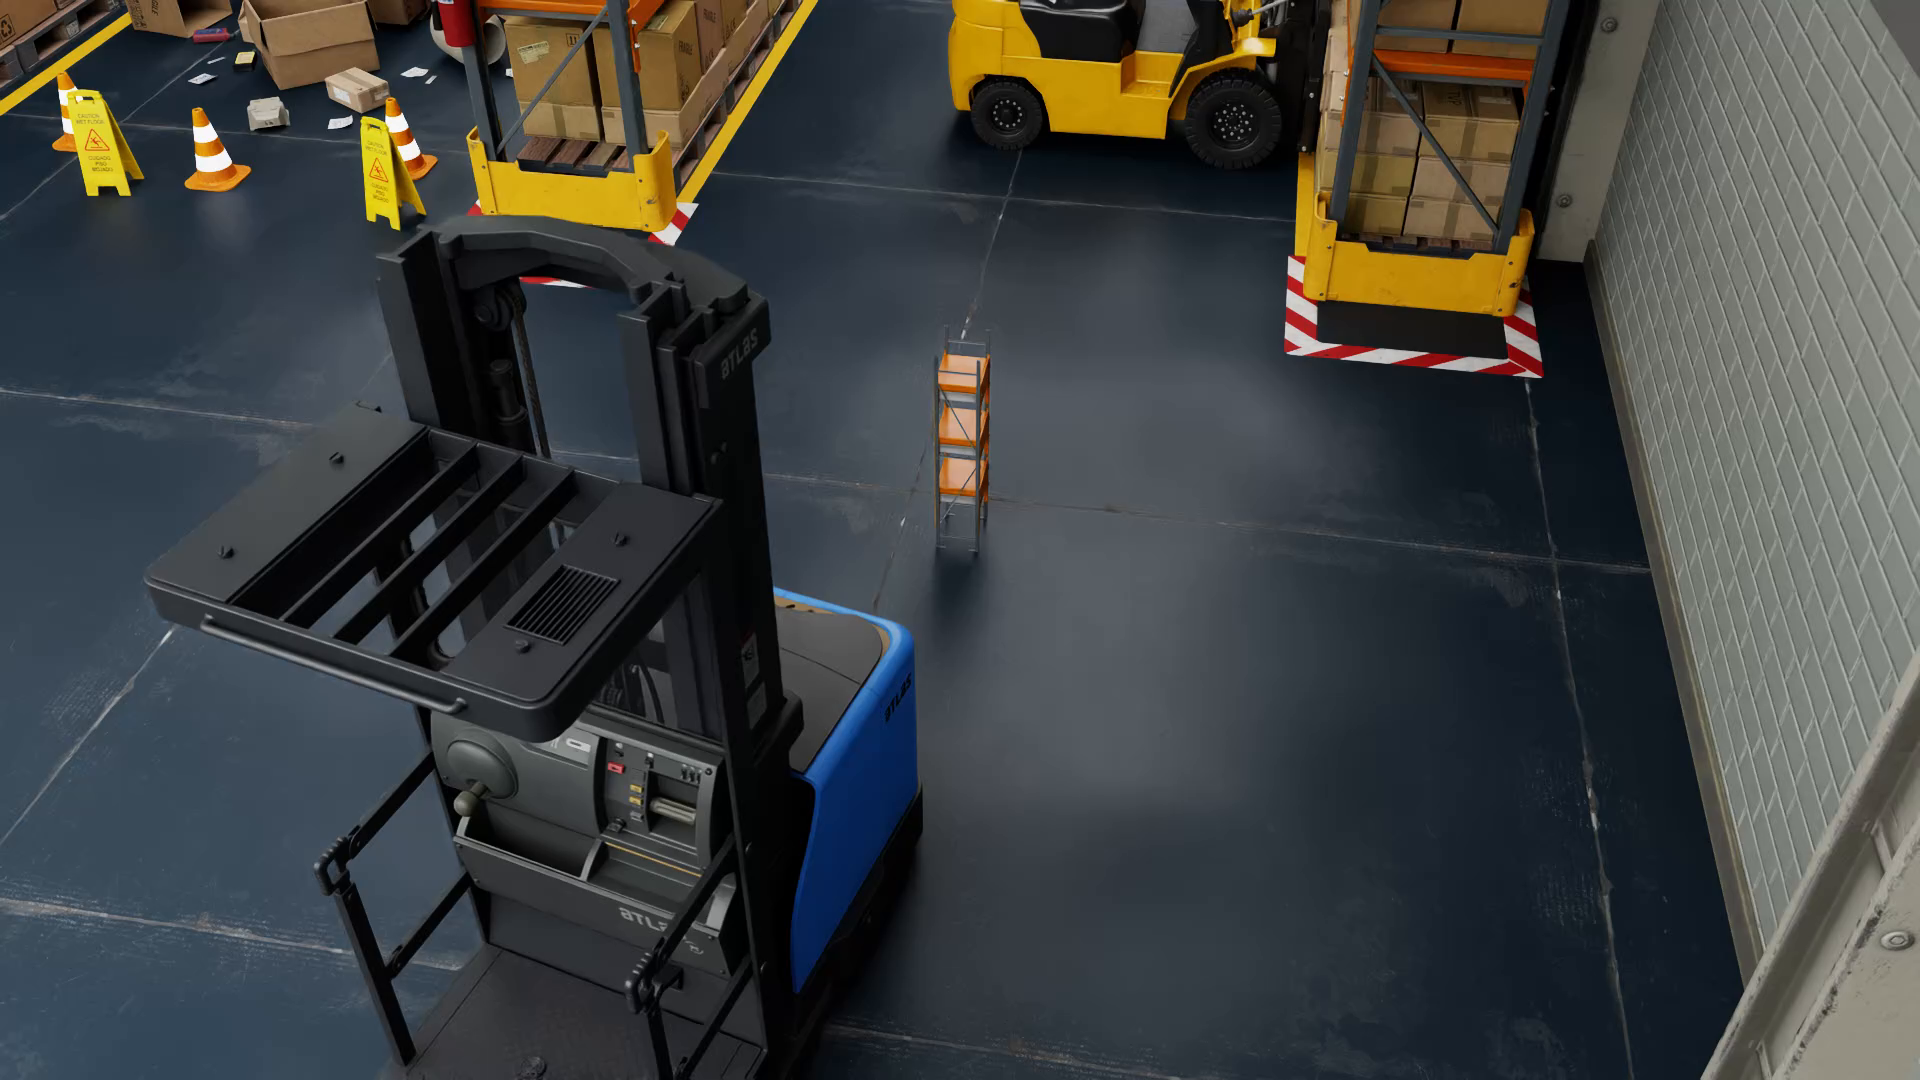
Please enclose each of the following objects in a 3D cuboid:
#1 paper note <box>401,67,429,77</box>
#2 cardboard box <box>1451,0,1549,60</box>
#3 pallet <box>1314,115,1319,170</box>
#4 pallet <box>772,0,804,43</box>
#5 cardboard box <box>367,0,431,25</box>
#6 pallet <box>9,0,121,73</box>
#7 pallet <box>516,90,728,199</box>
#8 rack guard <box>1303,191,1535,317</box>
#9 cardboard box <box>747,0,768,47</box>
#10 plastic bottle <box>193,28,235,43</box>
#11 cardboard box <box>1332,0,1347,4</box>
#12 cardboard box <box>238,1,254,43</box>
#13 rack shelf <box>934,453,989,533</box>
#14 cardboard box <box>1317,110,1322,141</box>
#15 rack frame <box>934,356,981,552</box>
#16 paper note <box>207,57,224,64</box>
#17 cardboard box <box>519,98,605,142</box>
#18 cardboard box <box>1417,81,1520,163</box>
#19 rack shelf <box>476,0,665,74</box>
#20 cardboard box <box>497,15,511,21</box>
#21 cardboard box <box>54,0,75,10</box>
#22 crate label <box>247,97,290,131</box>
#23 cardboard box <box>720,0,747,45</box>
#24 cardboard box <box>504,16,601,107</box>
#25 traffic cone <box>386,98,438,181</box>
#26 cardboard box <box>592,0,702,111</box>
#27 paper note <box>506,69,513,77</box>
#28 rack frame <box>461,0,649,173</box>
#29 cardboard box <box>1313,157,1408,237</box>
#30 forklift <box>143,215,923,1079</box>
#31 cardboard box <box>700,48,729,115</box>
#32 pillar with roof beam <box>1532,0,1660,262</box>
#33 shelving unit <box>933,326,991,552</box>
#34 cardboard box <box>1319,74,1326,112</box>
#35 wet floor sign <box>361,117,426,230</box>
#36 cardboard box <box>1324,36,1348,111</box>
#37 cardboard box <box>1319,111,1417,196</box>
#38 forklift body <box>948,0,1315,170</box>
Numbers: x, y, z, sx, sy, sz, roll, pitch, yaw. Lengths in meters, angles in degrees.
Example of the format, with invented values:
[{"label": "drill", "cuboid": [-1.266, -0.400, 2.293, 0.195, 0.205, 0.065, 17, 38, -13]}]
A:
[{"label": "paper note", "cuboid": [-3.843, -3.304, 11.731, 0.148, 0.019, 0.142, 20, 44, 23]}, {"label": "cardboard box", "cuboid": [2.907, -2.897, 8.821, 0.500, 0.500, 0.500, 8, 40, 9]}, {"label": "pallet", "cuboid": [2.853, -2.751, 10.912, 1.003, 0.211, 1.213, 6, 40, 8]}, {"label": "pallet", "cuboid": [-1.730, -4.133, 12.584, 1.003, 0.211, 1.213, 6, 40, 8]}, {"label": "cardboard box", "cuboid": [-4.377, -4.183, 12.307, 0.797, 0.637, 0.503, 6, 40, 8]}, {"label": "pallet", "cuboid": [-6.959, -3.805, 12.186, 1.003, 0.211, 1.213, 6, 40, 8]}, {"label": "pallet", "cuboid": [-2.153, -2.602, 10.732, 1.003, 0.211, 1.213, 6, 40, 8]}, {"label": "rack guard", "cuboid": [2.544, -1.600, 9.292, 1.175, 0.500, 0.348, 6, 40, 8]}, {"label": "cardboard box", "cuboid": [-1.661, -3.681, 11.676, 0.500, 0.250, 0.500, 7, 40, 8]}, {"label": "plastic bottle", "cuboid": [-5.452, -3.696, 12.173, 0.283, 0.061, 0.133, -6, 40, -8]}, {"label": "cardboard box", "cuboid": [2.576, -3.345, 10.485, 0.500, 0.250, 0.500, 6, 40, 7]}, {"label": "cardboard box", "cuboid": [-5.025, -3.780, 12.114, 0.396, 0.266, 0.258, 13, 41, 15]}, {"label": "rack shelf", "cuboid": [0.009, -0.216, 7.640, 0.215, 0.259, 0.240, 6, 40, 8]}, {"label": "cardboard box", "cuboid": [2.509, -2.634, 10.410, 0.500, 0.250, 0.500, 7, 40, 8]}, {"label": "rack frame", "cuboid": [-0.012, -0.362, 7.363, 0.200, 1.050, 0.008, 6, 40, 8]}, {"label": "paper note", "cuboid": [-5.320, -3.430, 11.891, 0.032, 0.001, 0.123, 28, 47, 30]}, {"label": "cardboard box", "cuboid": [-2.462, -2.777, 10.583, 0.500, 0.250, 0.500, 6, 40, 7]}, {"label": "cardboard box", "cuboid": [2.818, -2.346, 9.277, 0.500, 0.250, 0.500, 6, 40, 7]}, {"label": "rack shelf", "cuboid": [-1.995, -4.101, 10.921, 1.077, 0.370, 4.000, 6, 40, 8]}, {"label": "cardboard box", "cuboid": [-3.175, -4.149, 12.373, 0.500, 0.500, 0.500, -28, 47, -30]}, {"label": "cardboard box", "cuboid": [-6.872, -4.506, 12.183, 0.875, 0.875, 0.875, 7, 40, 8]}, {"label": "crate label", "cuboid": [-4.614, -2.841, 11.079, 0.250, 0.136, 0.298, -13, 41, -15]}, {"label": "cardboard box", "cuboid": [-1.745, -3.647, 11.047, 0.500, 0.500, 0.500, 7, 40, 9]}, {"label": "cardboard box", "cuboid": [-2.459, -3.046, 10.320, 0.500, 0.500, 0.500, 7, 40, 8]}, {"label": "traffic cone", "cuboid": [-3.537, -2.557, 10.480, 0.336, 0.463, 0.334, 6, 40, 8]}, {"label": "cardboard box", "cuboid": [-1.926, -3.005, 10.270, 0.500, 0.500, 0.500, 5, 40, 6]}, {"label": "paper note", "cuboid": [-3.128, -3.303, 11.721, 0.142, 0.019, 0.148, -6, 40, -8]}, {"label": "rack frame", "cuboid": [-2.341, -3.123, 9.173, 1.000, 3.000, 0.127, 6, 40, 8]}, {"label": "cardboard box", "cuboid": [2.318, -2.010, 9.655, 0.500, 0.250, 0.500, 7, 40, 8]}, {"label": "forklift", "cuboid": [-1.180, 0.741, 4.554, 1.130, 2.935, 3.031, 15, 42, 17]}, {"label": "cardboard box", "cuboid": [-1.834, -3.020, 10.878, 0.500, 0.250, 0.500, 8, 40, 9]}, {"label": "pillar with roof beam", "cuboid": [-0.684, -5.702, 7.585, 9.100, 9.000, 0.400, 6, 40, 8]}, {"label": "shelving unit", "cuboid": [0.009, -0.438, 7.456, 0.215, 1.050, 0.252, 6, 40, 8]}, {"label": "cardboard box", "cuboid": [2.491, -2.853, 10.282, 0.500, 0.250, 0.500, 6, 40, 7]}, {"label": "wet floor sign", "cuboid": [-3.428, -2.214, 9.922, 0.267, 0.644, 0.232, 20, 44, 23]}, {"label": "cardboard box", "cuboid": [2.403, -2.710, 9.717, 0.500, 0.250, 0.500, 7, 40, 8]}, {"label": "cardboard box", "cuboid": [2.325, -2.213, 9.508, 0.500, 0.250, 0.500, 6, 40, 7]}, {"label": "forklift body", "cuboid": [1.080, -3.642, 10.467, 2.313, 2.155, 1.214, 6, 40, 8]}]
